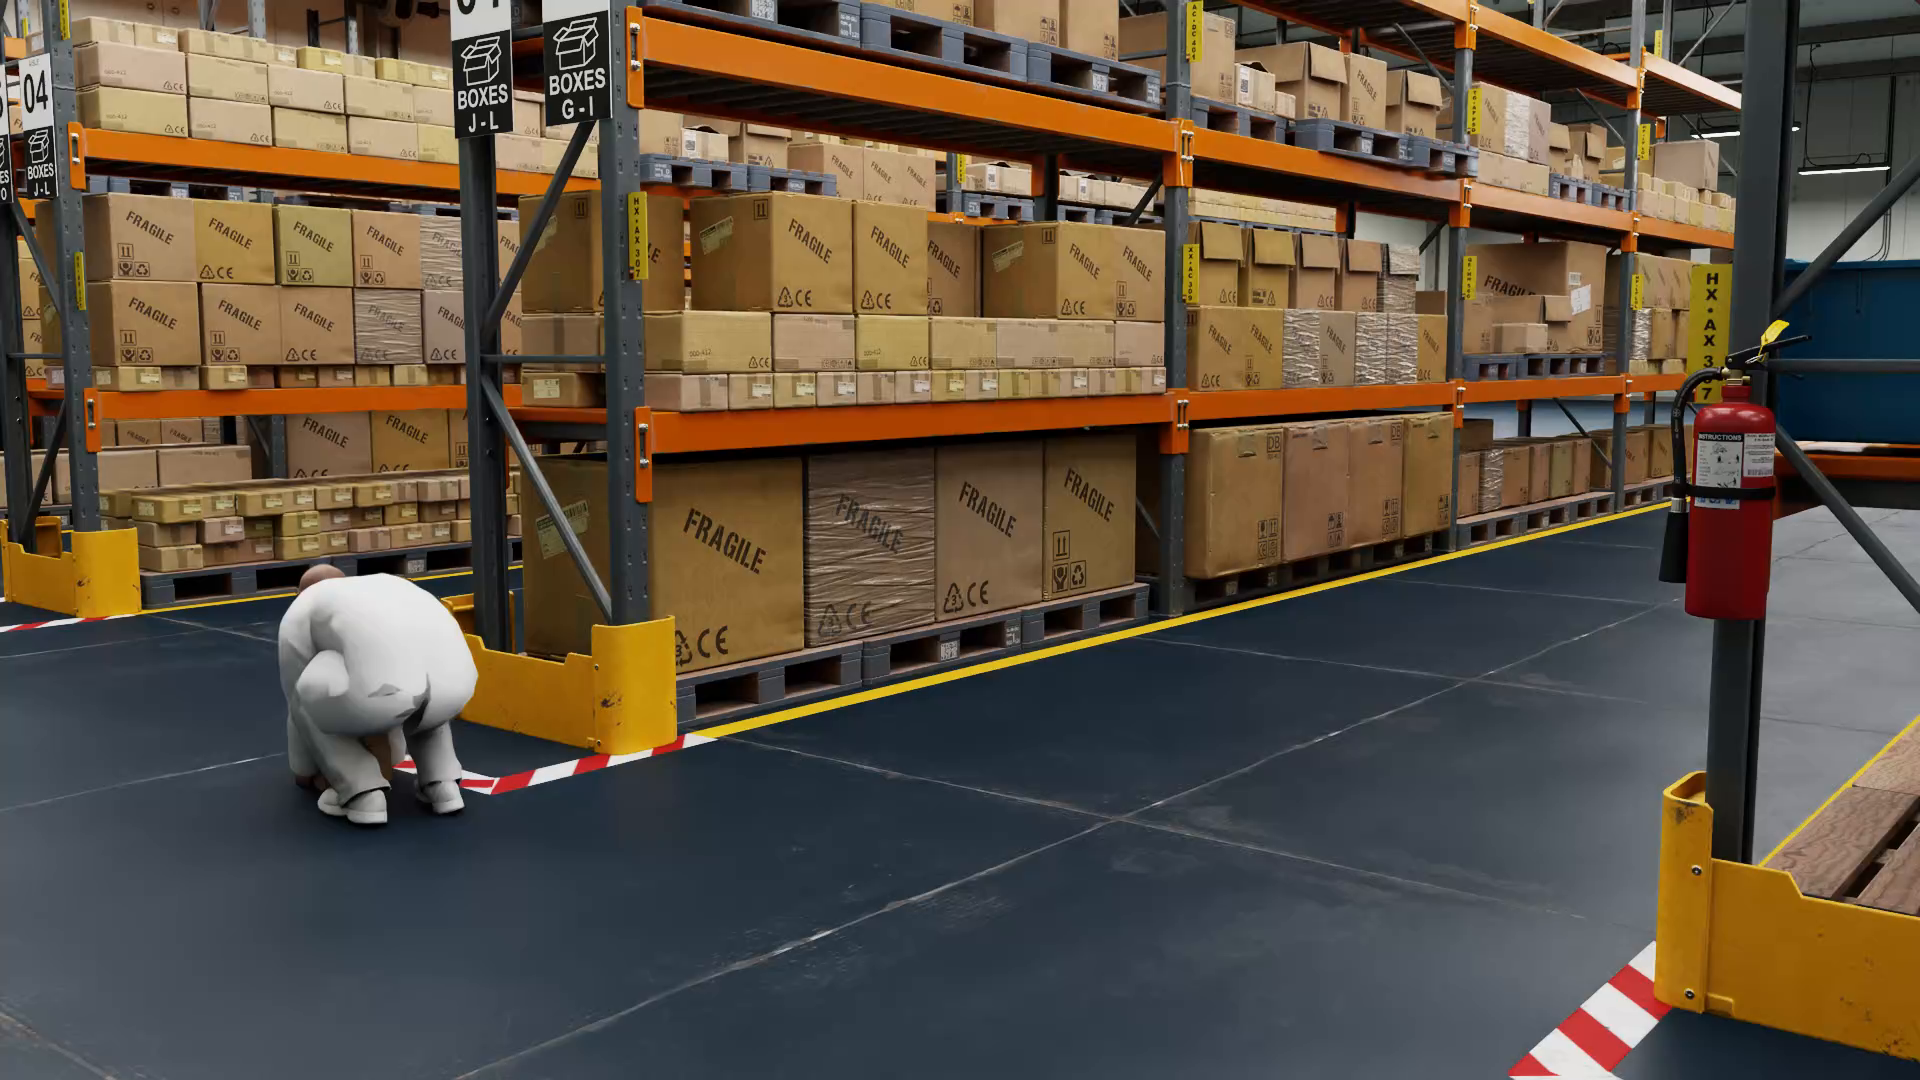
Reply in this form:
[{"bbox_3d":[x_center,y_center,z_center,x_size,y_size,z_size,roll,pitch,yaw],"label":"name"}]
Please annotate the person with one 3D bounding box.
[{"bbox_3d":[-2.007,0.526,5.708,0.578,0.825,0.945,-5,8,-38],"label":"person"}]
